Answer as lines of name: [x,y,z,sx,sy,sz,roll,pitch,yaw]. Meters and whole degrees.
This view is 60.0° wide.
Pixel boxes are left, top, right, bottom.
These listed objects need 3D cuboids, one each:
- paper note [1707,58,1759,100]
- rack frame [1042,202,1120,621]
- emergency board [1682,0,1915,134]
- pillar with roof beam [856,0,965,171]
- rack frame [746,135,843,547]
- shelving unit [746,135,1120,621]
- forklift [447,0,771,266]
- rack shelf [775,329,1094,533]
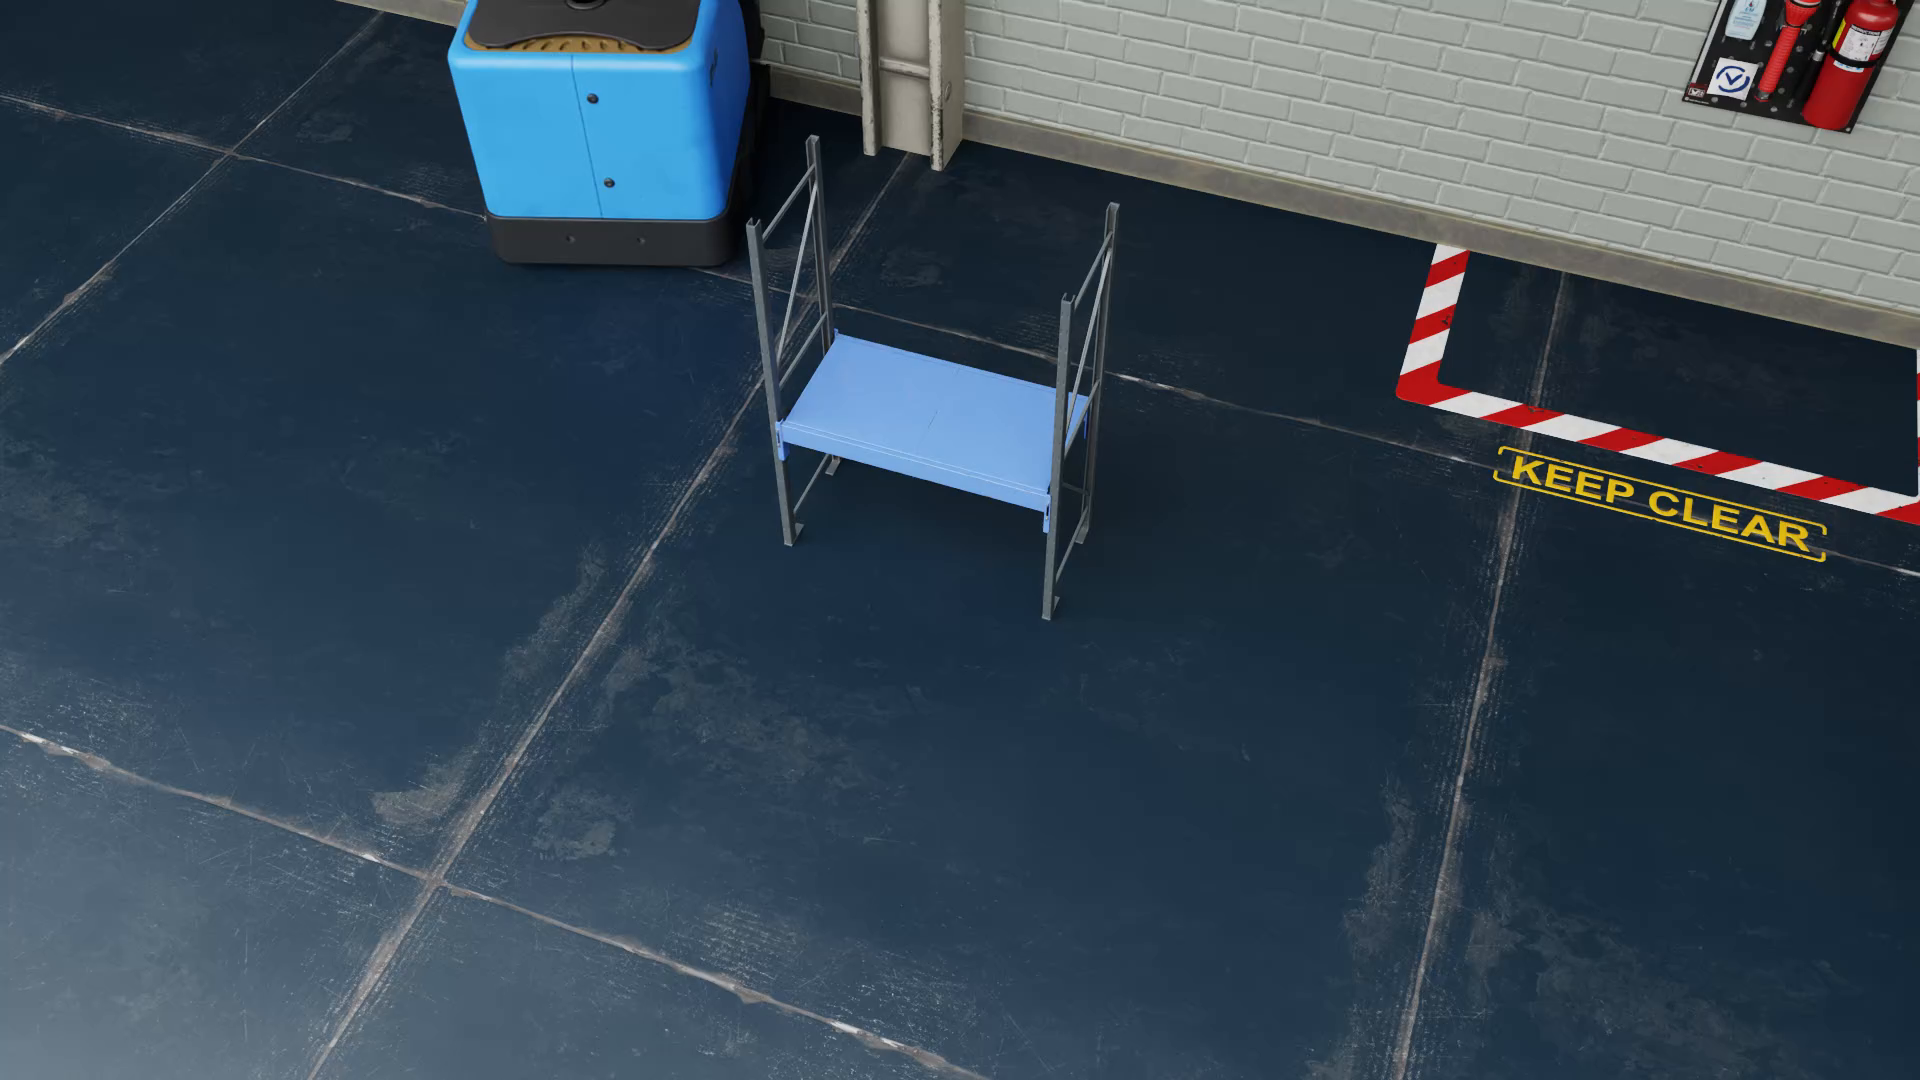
paper note: [2.965,-1.769,6.381,0.142,0.148,0.016,16,51,13]
rack frame: [0.397,-0.380,5.587,0.032,1.500,0.500,16,51,13]
emergency board: [3.107,-1.962,5.965,0.643,1.169,0.194,16,51,13]
pillar with roof beam: [-1.708,-1.772,1.831,0.400,9.000,9.100,16,51,13]
rack frame: [-0.557,-0.647,5.818,0.032,1.500,0.500,16,51,13]
shelving unit: [-0.080,-0.514,5.703,1.048,1.500,0.538,16,51,13]
forklift: [-1.464,-3.246,7.124,1.130,2.935,3.031,1,49,1]
rack shelf: [-0.080,-0.396,5.839,1.000,0.185,0.538,16,51,13]
